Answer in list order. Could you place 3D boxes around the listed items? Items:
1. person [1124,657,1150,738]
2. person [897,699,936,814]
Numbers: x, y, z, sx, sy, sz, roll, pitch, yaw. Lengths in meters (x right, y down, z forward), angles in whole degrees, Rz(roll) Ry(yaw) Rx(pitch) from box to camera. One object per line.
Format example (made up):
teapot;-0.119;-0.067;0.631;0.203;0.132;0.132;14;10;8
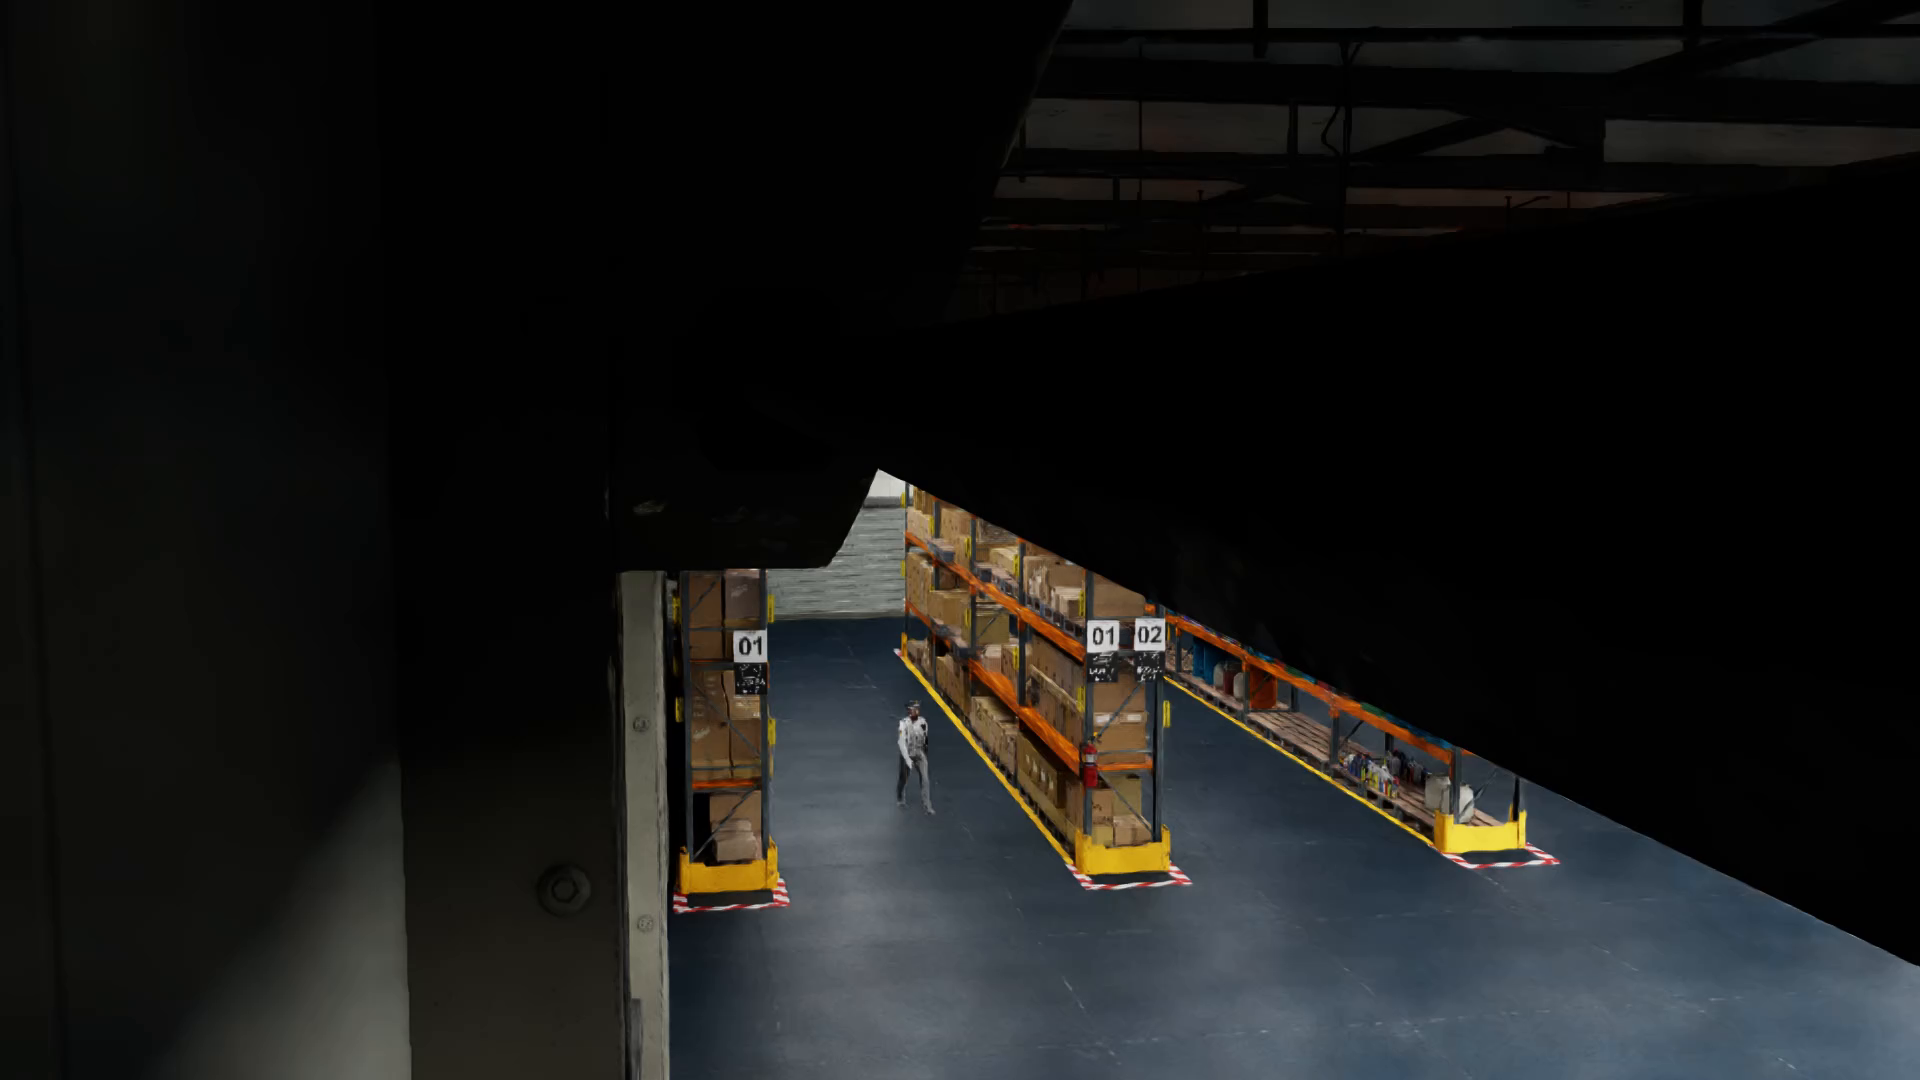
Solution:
person;2.924;2.555;28.566;0.499;1.587;1.074;-1;6;-11
person;-0.667;3.054;23.699;0.483;1.616;0.995;-2;6;-18
